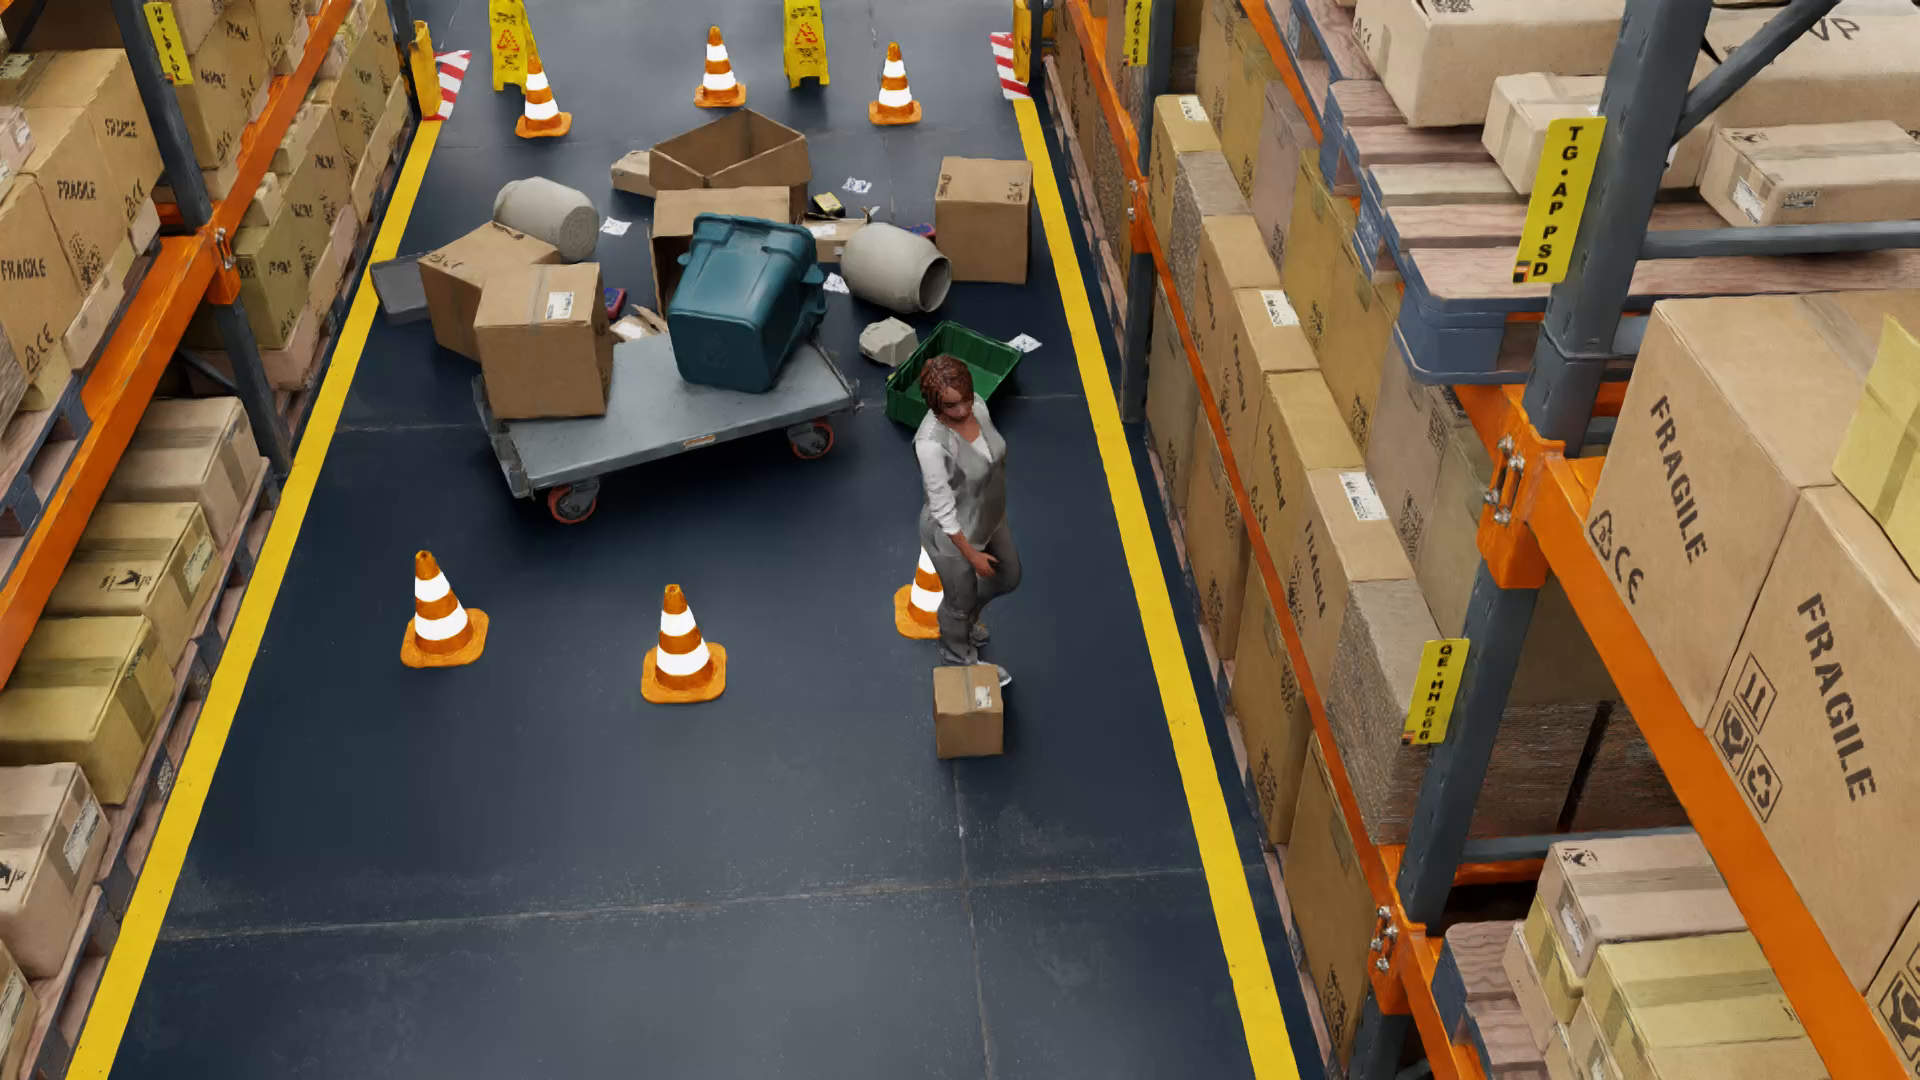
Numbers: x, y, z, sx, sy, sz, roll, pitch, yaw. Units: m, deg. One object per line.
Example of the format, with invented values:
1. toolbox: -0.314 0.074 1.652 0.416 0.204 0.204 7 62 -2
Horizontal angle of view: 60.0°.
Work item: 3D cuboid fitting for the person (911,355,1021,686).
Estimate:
1. person: 0.026 -0.055 6.227 0.390 1.596 0.508 19 43 22
